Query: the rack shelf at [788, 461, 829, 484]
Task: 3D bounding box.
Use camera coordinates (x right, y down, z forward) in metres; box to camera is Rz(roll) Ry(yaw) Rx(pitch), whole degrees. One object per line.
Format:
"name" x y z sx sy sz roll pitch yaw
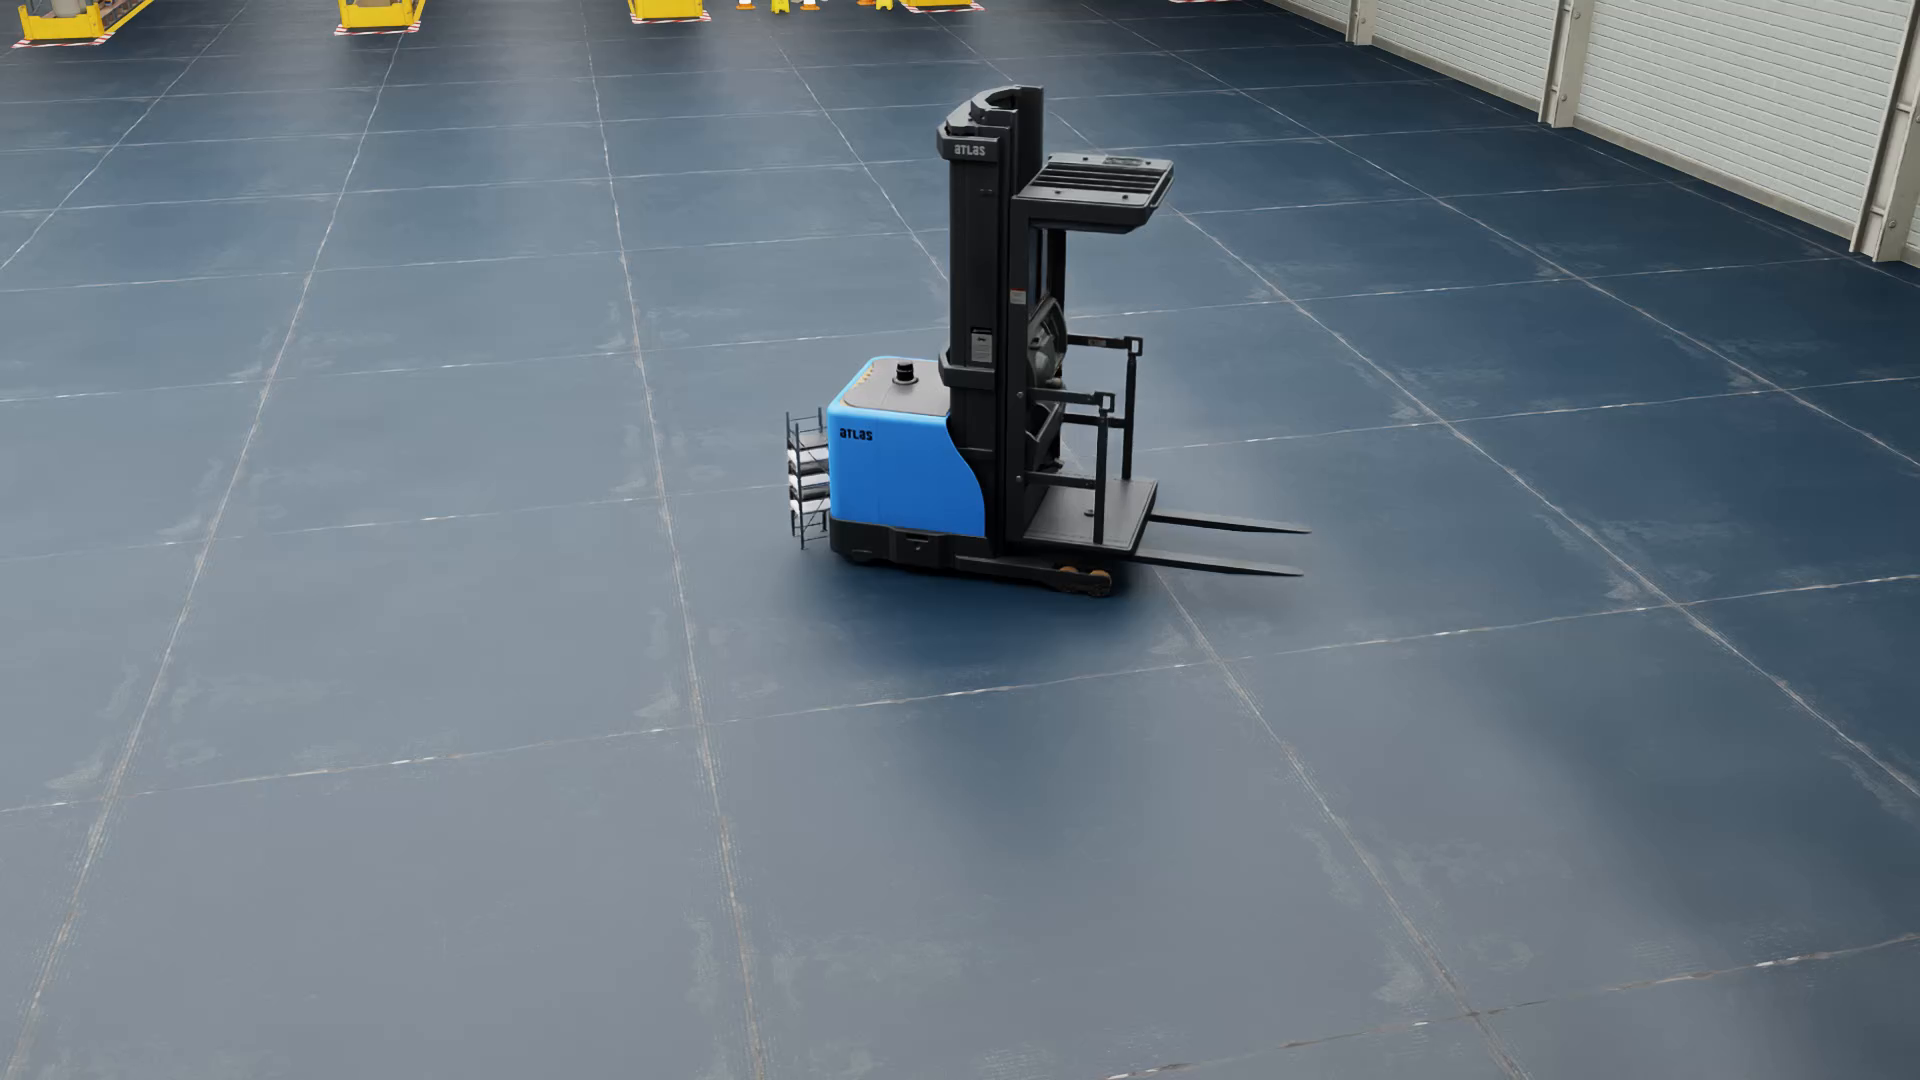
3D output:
"rack shelf" -0.975 -0.452 10.868 0.258 0.077 0.200 -11 29 -20

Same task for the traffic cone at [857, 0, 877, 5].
"traffic cone" -1.725 -10.139 30.670 0.336 0.463 0.334 -6 27 -12

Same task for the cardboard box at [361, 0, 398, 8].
"cardboard box" -10.151 -9.555 29.005 0.500 0.500 0.500 -1 27 -2

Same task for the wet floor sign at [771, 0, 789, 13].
"wet floor sign" -3.235 -9.804 29.804 0.267 0.644 0.232 -11 29 -20

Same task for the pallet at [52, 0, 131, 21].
"pallet" -15.364 -9.380 29.445 1.003 0.211 1.213 -6 27 -12

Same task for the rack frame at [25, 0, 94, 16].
"rack frame" -14.852 -9.704 26.994 1.000 3.000 0.127 -6 27 -12

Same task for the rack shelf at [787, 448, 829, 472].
"rack shelf" -0.975 -0.533 10.828 0.258 0.077 0.200 -11 29 -20

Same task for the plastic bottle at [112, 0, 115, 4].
"plastic bottle" -14.990 -9.617 29.347 0.061 0.283 0.133 -5 27 -11

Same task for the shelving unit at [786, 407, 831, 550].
"shelving unit" -0.975 -0.402 10.894 0.258 0.900 0.210 -11 29 -20

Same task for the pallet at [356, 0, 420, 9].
"pallet" -10.463 -9.890 30.457 1.003 0.211 1.213 -6 27 -12

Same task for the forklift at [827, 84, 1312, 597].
"forklift" 0.727 -1.218 10.256 3.031 2.935 1.130 7 28 14

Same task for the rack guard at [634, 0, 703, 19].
"rack guard" -5.166 -9.540 29.443 1.175 0.500 0.348 -6 27 -12

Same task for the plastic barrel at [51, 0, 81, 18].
"plastic barrel" -15.075 -9.062 28.017 0.421 0.512 0.421 0 27 0

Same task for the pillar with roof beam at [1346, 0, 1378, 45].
"pillar with roof beam" 2.343 -11.723 24.336 9.100 9.000 0.400 -6 27 -12

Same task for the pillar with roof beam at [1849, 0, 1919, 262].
"pillar with roof beam" 5.047 -6.455 13.899 9.100 9.000 0.400 -6 27 -12

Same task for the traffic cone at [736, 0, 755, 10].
"traffic cone" -3.907 -9.911 30.219 0.336 0.463 0.334 -6 27 -12

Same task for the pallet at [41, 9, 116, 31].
"pallet" -15.093 -8.845 28.386 1.003 0.211 1.213 -6 27 -12

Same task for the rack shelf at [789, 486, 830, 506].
"rack shelf" -0.975 -0.292 10.949 0.258 0.077 0.200 -11 29 -20

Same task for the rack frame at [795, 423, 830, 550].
"rack frame" -0.936 -0.360 10.810 0.240 0.900 0.006 -11 29 -20

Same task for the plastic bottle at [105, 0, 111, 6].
"plastic bottle" -14.957 -9.510 29.149 0.097 0.271 0.097 0 27 0

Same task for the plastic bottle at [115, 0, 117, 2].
"plastic bottle" -15.057 -9.705 29.534 0.097 0.271 0.097 0 27 0

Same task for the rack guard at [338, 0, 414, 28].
"rack guard" -10.043 -9.125 28.620 1.175 0.500 0.348 -6 27 -12

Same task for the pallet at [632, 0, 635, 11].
"pallet" -5.427 -9.765 30.208 1.003 0.211 1.213 -6 27 -12

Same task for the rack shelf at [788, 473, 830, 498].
"rack shelf" -0.975 -0.372 10.909 0.258 0.077 0.200 -11 29 -20

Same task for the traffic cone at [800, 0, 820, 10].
"traffic cone" -2.730 -9.877 30.151 0.336 0.463 0.334 -6 27 -12

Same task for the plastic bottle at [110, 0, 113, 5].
"plastic bottle" -14.980 -9.524 29.255 0.097 0.201 0.097 0 27 0

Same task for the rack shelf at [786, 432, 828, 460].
"rack shelf" -0.975 -0.613 10.787 0.258 0.077 0.200 -11 29 -20

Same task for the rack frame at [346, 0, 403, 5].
"rack frame" -10.026 -10.207 27.990 1.000 3.000 0.127 -6 27 -12

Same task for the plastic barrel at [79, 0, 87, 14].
"plastic barrel" -15.188 -9.282 28.453 0.421 0.512 0.421 0 27 0

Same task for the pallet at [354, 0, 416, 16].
"pallet" -10.192 -9.356 29.398 1.003 0.211 1.213 -6 27 -12

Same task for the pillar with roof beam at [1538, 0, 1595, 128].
"pillar with roof beam" 3.695 -9.089 19.118 9.100 9.000 0.400 -6 27 -12

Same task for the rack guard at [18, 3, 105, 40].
"rack guard" -14.915 -8.617 27.614 1.175 0.500 0.348 -6 27 -12

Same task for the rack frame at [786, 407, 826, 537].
"rack frame" -1.014 -0.444 10.978 0.240 0.900 0.006 -11 29 -20

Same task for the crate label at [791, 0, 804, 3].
"crate label" -2.967 -10.070 30.896 0.250 0.136 0.298 -23 35 -38

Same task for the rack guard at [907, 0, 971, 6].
"rack guard" -0.388 -10.131 30.613 1.175 0.500 0.348 -6 27 -12

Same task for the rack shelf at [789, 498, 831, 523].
"rack shelf" -0.975 -0.211 10.990 0.258 0.077 0.200 -11 29 -20

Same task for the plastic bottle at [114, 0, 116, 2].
"plastic bottle" -15.034 -9.661 29.447 0.097 0.271 0.097 0 27 0

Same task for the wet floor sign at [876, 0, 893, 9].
"wet floor sign" -1.371 -9.970 30.134 0.267 0.644 0.232 3 27 6

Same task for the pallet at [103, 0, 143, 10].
"pallet" -15.642 -9.916 30.509 1.003 0.211 1.213 -6 27 -12
